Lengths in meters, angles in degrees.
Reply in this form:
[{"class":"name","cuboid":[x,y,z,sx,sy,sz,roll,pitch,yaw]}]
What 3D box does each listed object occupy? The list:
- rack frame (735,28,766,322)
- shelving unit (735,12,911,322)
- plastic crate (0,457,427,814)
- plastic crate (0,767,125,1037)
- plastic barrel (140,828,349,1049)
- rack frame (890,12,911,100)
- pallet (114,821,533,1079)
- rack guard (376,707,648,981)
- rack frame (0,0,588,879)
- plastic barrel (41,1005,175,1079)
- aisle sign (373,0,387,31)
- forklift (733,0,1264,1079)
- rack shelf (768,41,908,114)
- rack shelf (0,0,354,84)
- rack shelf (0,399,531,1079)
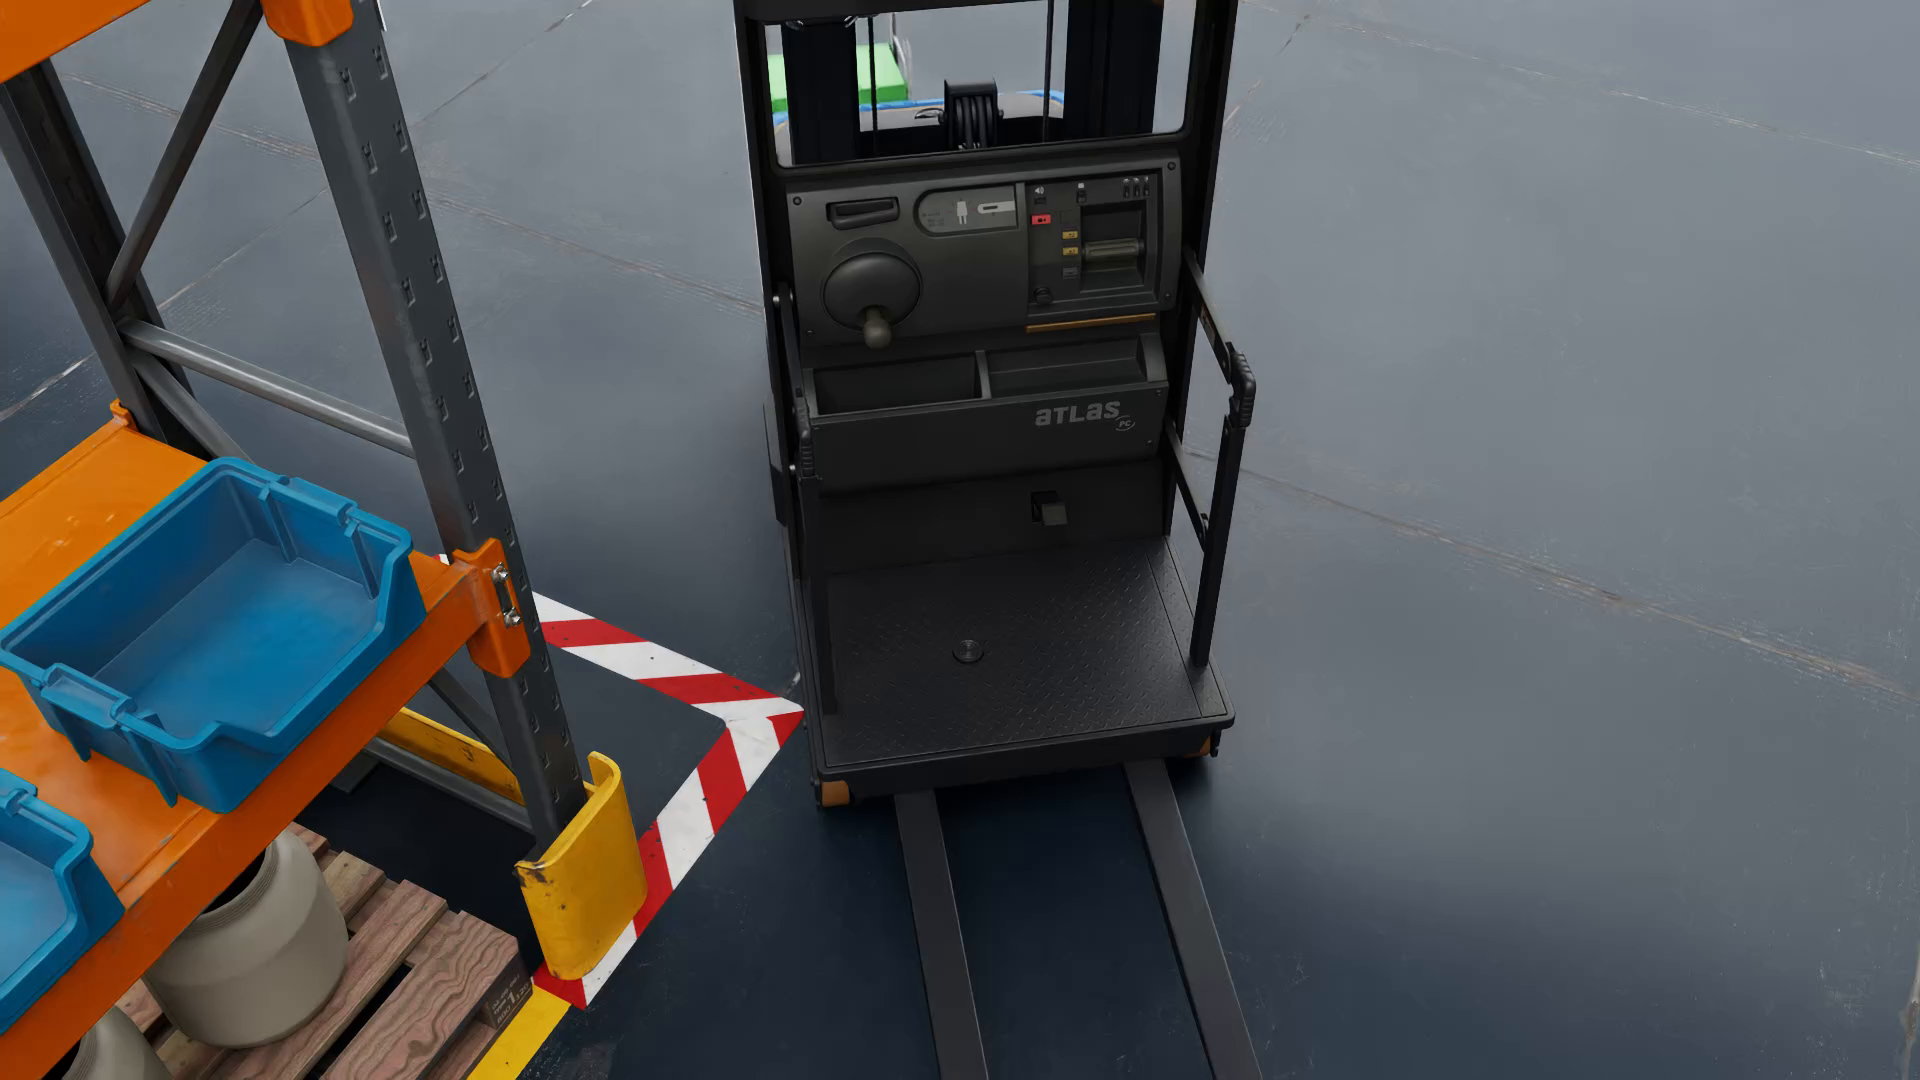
[{"class":"rack frame","cuboid":[-0.661,-1.079,5.472,0.015,1.200,0.240,-9,46,-9]},{"class":"shelving unit","cuboid":[-0.423,-1.117,5.510,0.503,1.200,0.258,-9,46,-9]},{"class":"plastic crate","cuboid":[-1.362,0.166,3.081,0.499,0.251,0.616,20,49,19]},{"class":"plastic crate","cuboid":[-1.669,0.573,2.679,0.499,0.251,0.408,20,49,19]},{"class":"plastic barrel","cuboid":[-1.633,0.866,3.739,0.421,0.512,0.421,0,45,0]},{"class":"rack frame","cuboid":[-0.185,-1.156,5.548,0.015,1.200,0.240,-9,46,-9]},{"class":"pallet","cuboid":[-1.771,1.253,3.863,1.003,0.211,1.213,20,49,19]},{"class":"rack guard","cuboid":[-1.389,0.642,4.264,1.175,0.500,0.348,20,49,19]},{"class":"rack frame","cuboid":[-1.395,-0.300,3.438,1.000,3.000,0.127,20,49,19]},{"class":"plastic barrel","cuboid":[-1.866,1.182,3.427,0.421,0.512,0.421,0,45,0]},{"class":"aisle sign","cuboid":[-1.099,-1.161,2.461,0.394,0.787,0.004,20,49,19]},{"class":"forklift","cuboid":[0.103,-0.588,3.770,1.130,2.935,3.031,-7,46,-7]},{"class":"rack shelf","cuboid":[-0.423,-1.409,5.213,0.480,0.148,0.258,-9,46,-9]},{"class":"rack shelf","cuboid":[-2.323,0.158,1.382,1.077,0.370,4.000,20,49,19]},{"class":"rack shelf","cuboid":[-2.323,1.212,2.448,1.077,0.370,4.000,20,49,19]}]
